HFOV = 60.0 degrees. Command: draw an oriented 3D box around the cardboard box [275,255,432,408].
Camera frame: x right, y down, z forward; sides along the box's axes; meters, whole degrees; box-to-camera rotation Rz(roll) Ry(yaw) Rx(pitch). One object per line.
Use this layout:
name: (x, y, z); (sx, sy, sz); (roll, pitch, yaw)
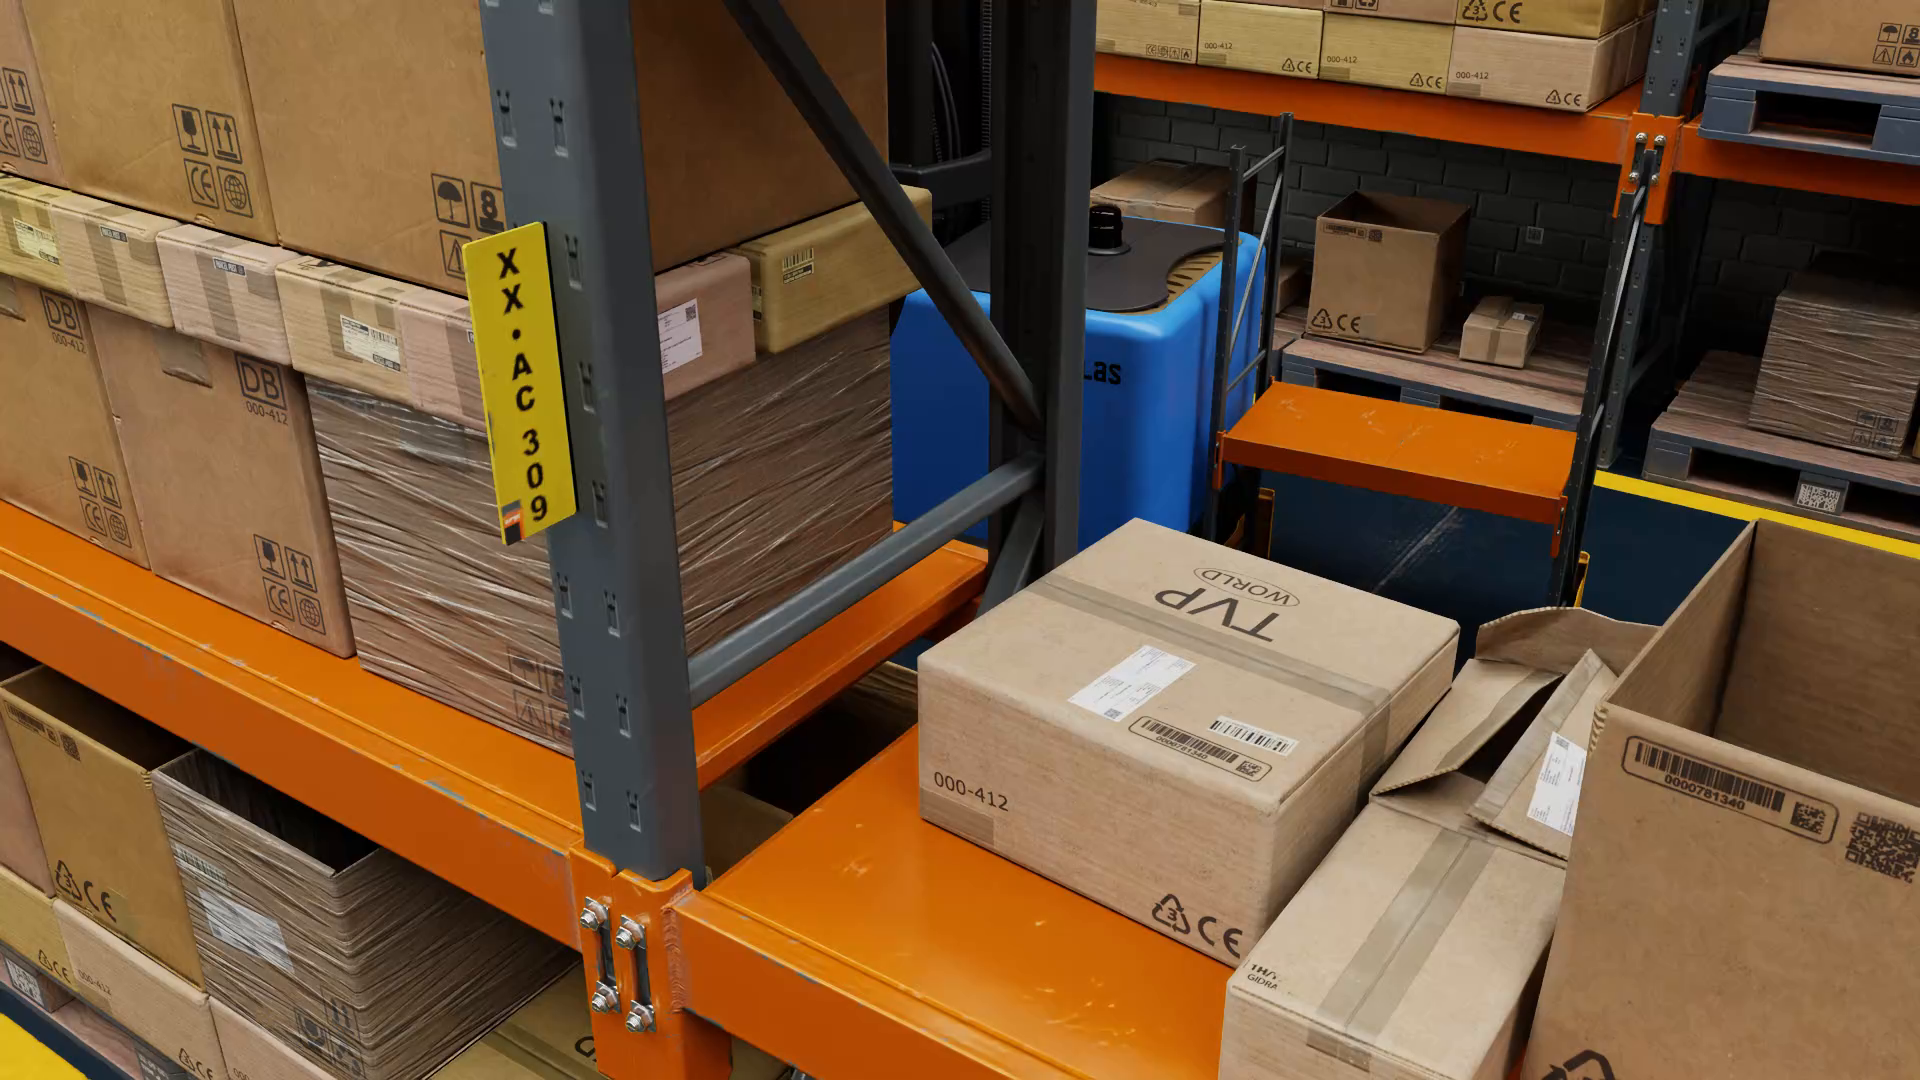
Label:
cardboard box: (-0.685, -0.331, 2.268); (0.250, 0.149, 0.380); (17, 31, 29)

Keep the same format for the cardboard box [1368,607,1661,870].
cardboard box: (0.692, 0.274, 2.053); (0.258, 0.266, 0.396); (16, 31, 29)

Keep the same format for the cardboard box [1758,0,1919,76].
cardboard box: (3.065, -1.894, 5.568); (0.500, 0.500, 0.700); (17, 32, 30)

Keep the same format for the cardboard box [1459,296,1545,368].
cardboard box: (2.207, -0.856, 6.763); (0.250, 0.166, 0.380); (13, 30, 24)

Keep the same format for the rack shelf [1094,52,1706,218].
rack shelf: (1.016, -1.989, 7.145); (4.000, 0.370, 1.077); (17, 32, 30)

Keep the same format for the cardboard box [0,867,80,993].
cardboard box: (-1.882, 0.674, 3.686); (0.500, 0.250, 0.500); (17, 32, 30)

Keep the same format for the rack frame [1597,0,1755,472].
rack frame: (2.665, -1.796, 5.973); (0.127, 3.000, 1.000); (17, 32, 30)

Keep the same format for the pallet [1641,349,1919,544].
pallet: (3.307, -0.354, 6.213); (1.213, 0.211, 1.003); (17, 32, 30)

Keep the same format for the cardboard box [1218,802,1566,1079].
cardboard box: (0.478, 0.473, 1.791); (0.250, 0.149, 0.380); (17, 32, 30)

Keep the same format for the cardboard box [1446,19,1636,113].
cardboard box: (2.103, -1.747, 6.018); (0.500, 0.250, 0.500); (17, 32, 30)

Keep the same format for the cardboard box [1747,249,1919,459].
cardboard box: (3.281, -0.696, 6.081); (0.500, 0.500, 0.700); (19, 32, 32)

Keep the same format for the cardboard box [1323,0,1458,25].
cardboard box: (1.685, -2.204, 6.091); (0.500, 0.500, 0.500); (17, 32, 30)

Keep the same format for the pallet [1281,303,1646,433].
pallet: (2.091, -0.713, 6.918); (1.213, 0.211, 1.003); (17, 32, 30)

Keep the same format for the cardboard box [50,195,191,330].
cardboard box: (-1.119, -0.464, 2.530); (0.250, 0.149, 0.380); (17, 32, 30)

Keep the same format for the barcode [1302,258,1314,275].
barcode: (1.544, -1.209, 7.353); (0.075, 0.075, 0.001); (17, 32, 30)

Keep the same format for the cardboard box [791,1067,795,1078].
cardboard box: (-0.347, 0.862, 3.317); (0.500, 0.250, 0.500); (17, 32, 30)

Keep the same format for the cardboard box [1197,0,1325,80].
cardboard box: (1.273, -2.001, 6.518); (0.500, 0.250, 0.500); (17, 32, 30)

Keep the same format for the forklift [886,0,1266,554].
forklift: (-0.562, -1.434, 5.337); (3.031, 2.935, 1.130); (13, 30, 24)

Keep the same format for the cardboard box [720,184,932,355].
cardboard box: (-0.249, -0.418, 2.440); (0.250, 0.149, 0.380); (17, 32, 30)

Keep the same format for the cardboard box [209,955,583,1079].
cardboard box: (-1.049, 0.925, 3.193); (0.500, 0.250, 0.500); (17, 32, 30)

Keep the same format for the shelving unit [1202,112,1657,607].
shelving unit: (1.328, -0.397, 4.877); (1.083, 1.500, 0.587); (13, 30, 24)

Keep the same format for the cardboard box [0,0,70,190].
cardboard box: (-1.336, -0.936, 2.741); (0.500, 0.500, 0.700); (17, 32, 30)

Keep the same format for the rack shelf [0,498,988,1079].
rack shelf: (-1.785, -0.136, 3.504); (4.000, 0.370, 1.077); (17, 32, 30)

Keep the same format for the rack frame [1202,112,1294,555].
rack frame: (0.866, -0.503, 5.084); (0.032, 1.500, 0.500); (13, 30, 24)

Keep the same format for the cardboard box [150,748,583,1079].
cardboard box: (-1.048, 0.591, 3.024); (0.500, 0.500, 0.500); (17, 32, 30)

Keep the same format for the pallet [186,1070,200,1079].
pallet: (-0.769, 1.079, 3.396); (1.213, 0.211, 1.003); (17, 32, 30)

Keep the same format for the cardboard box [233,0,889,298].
cardboard box: (-0.506, -0.678, 2.234); (0.500, 0.500, 0.700); (17, 32, 31)

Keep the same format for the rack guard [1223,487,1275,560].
rack guard: (0.883, 0.058, 5.360); (0.087, 0.250, 0.587); (13, 30, 24)

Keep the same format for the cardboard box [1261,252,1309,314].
cardboard box: (1.358, -1.140, 7.341); (0.250, 0.149, 0.380); (15, 30, 26)

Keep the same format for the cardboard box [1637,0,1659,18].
cardboard box: (2.396, -2.271, 6.223); (0.500, 0.500, 0.500); (16, 31, 29)

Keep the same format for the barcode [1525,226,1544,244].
barcode: (2.356, -1.249, 6.816); (0.075, 0.075, 0.001); (17, 32, 30)

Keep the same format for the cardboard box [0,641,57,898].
cardboard box: (-1.883, 0.341, 3.515); (0.500, 0.500, 0.500); (17, 32, 30)

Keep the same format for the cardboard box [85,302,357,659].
cardboard box: (-0.944, -0.233, 2.790); (0.500, 0.500, 0.700); (17, 32, 30)
